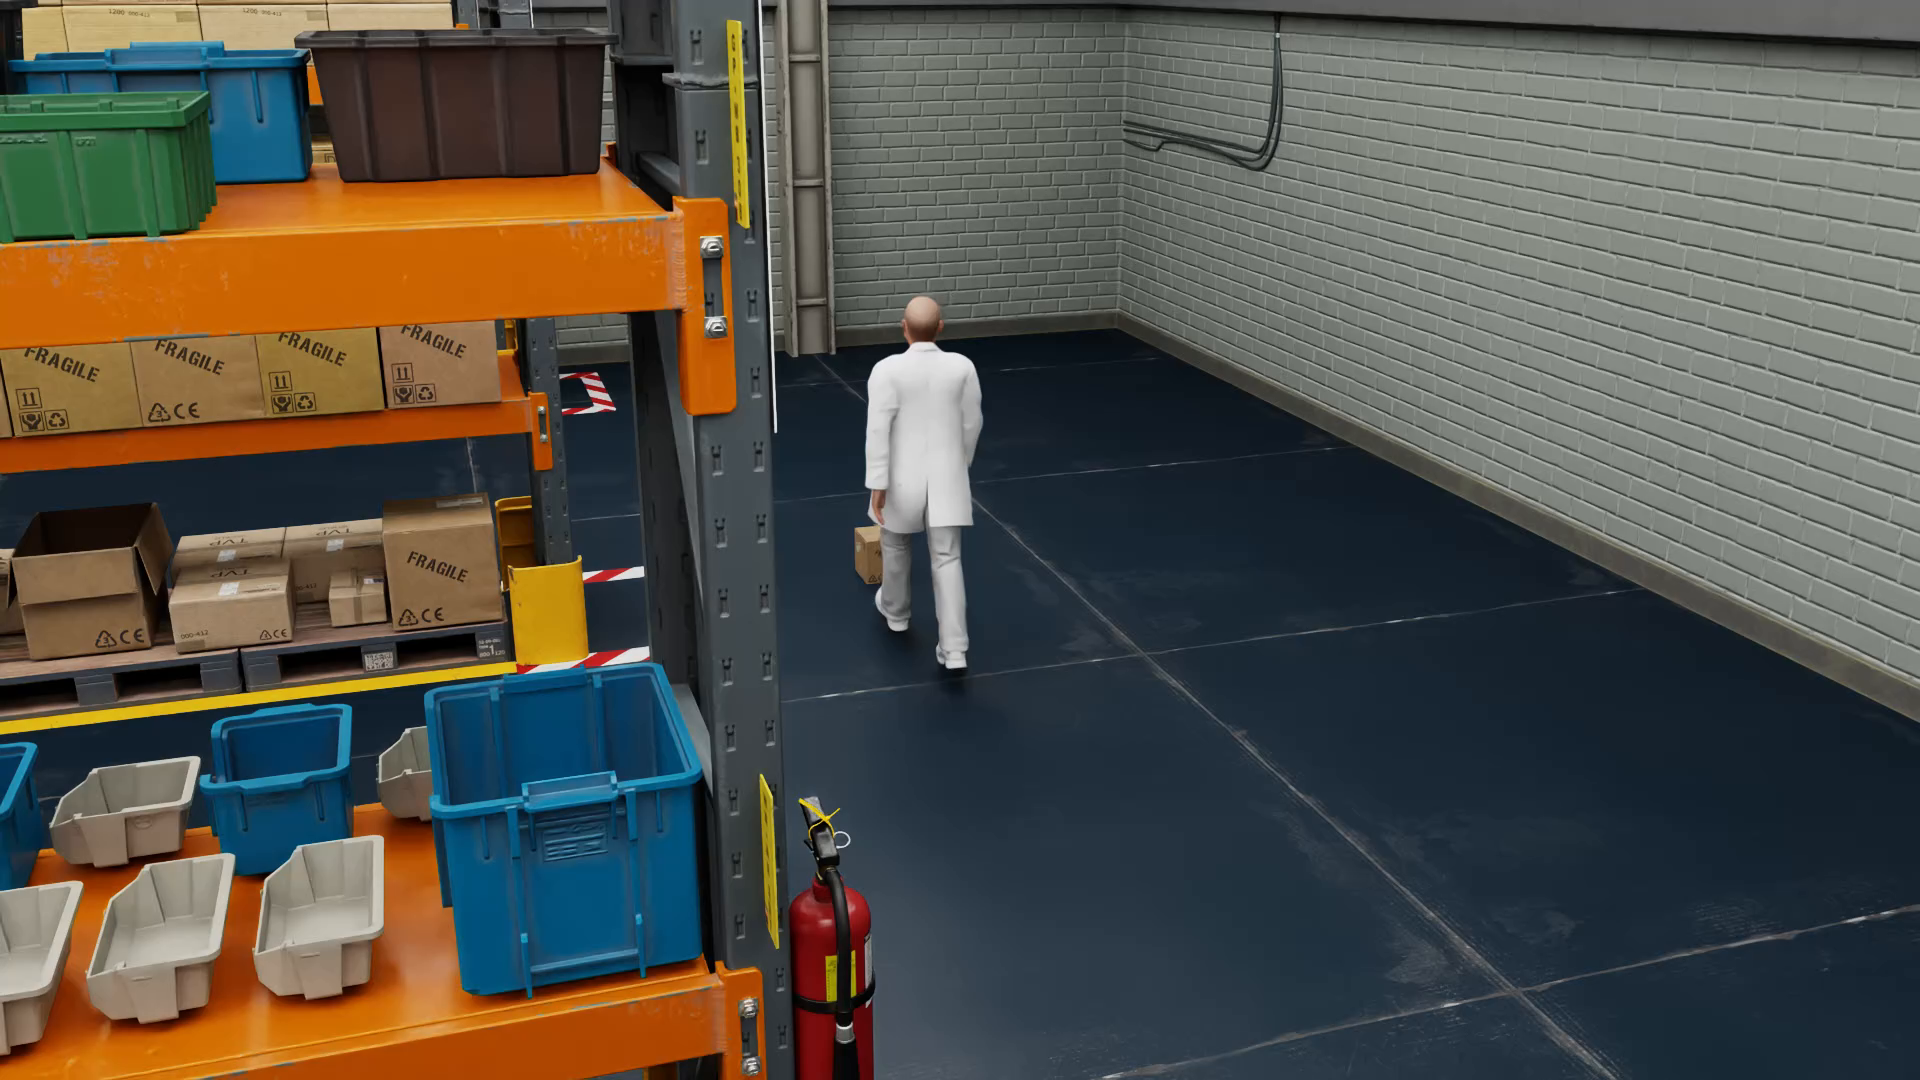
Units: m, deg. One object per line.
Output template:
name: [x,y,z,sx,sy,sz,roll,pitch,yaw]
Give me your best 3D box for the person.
person: [-0.181,-0.307,7.974,0.589,1.737,1.083,-4,19,-11]
